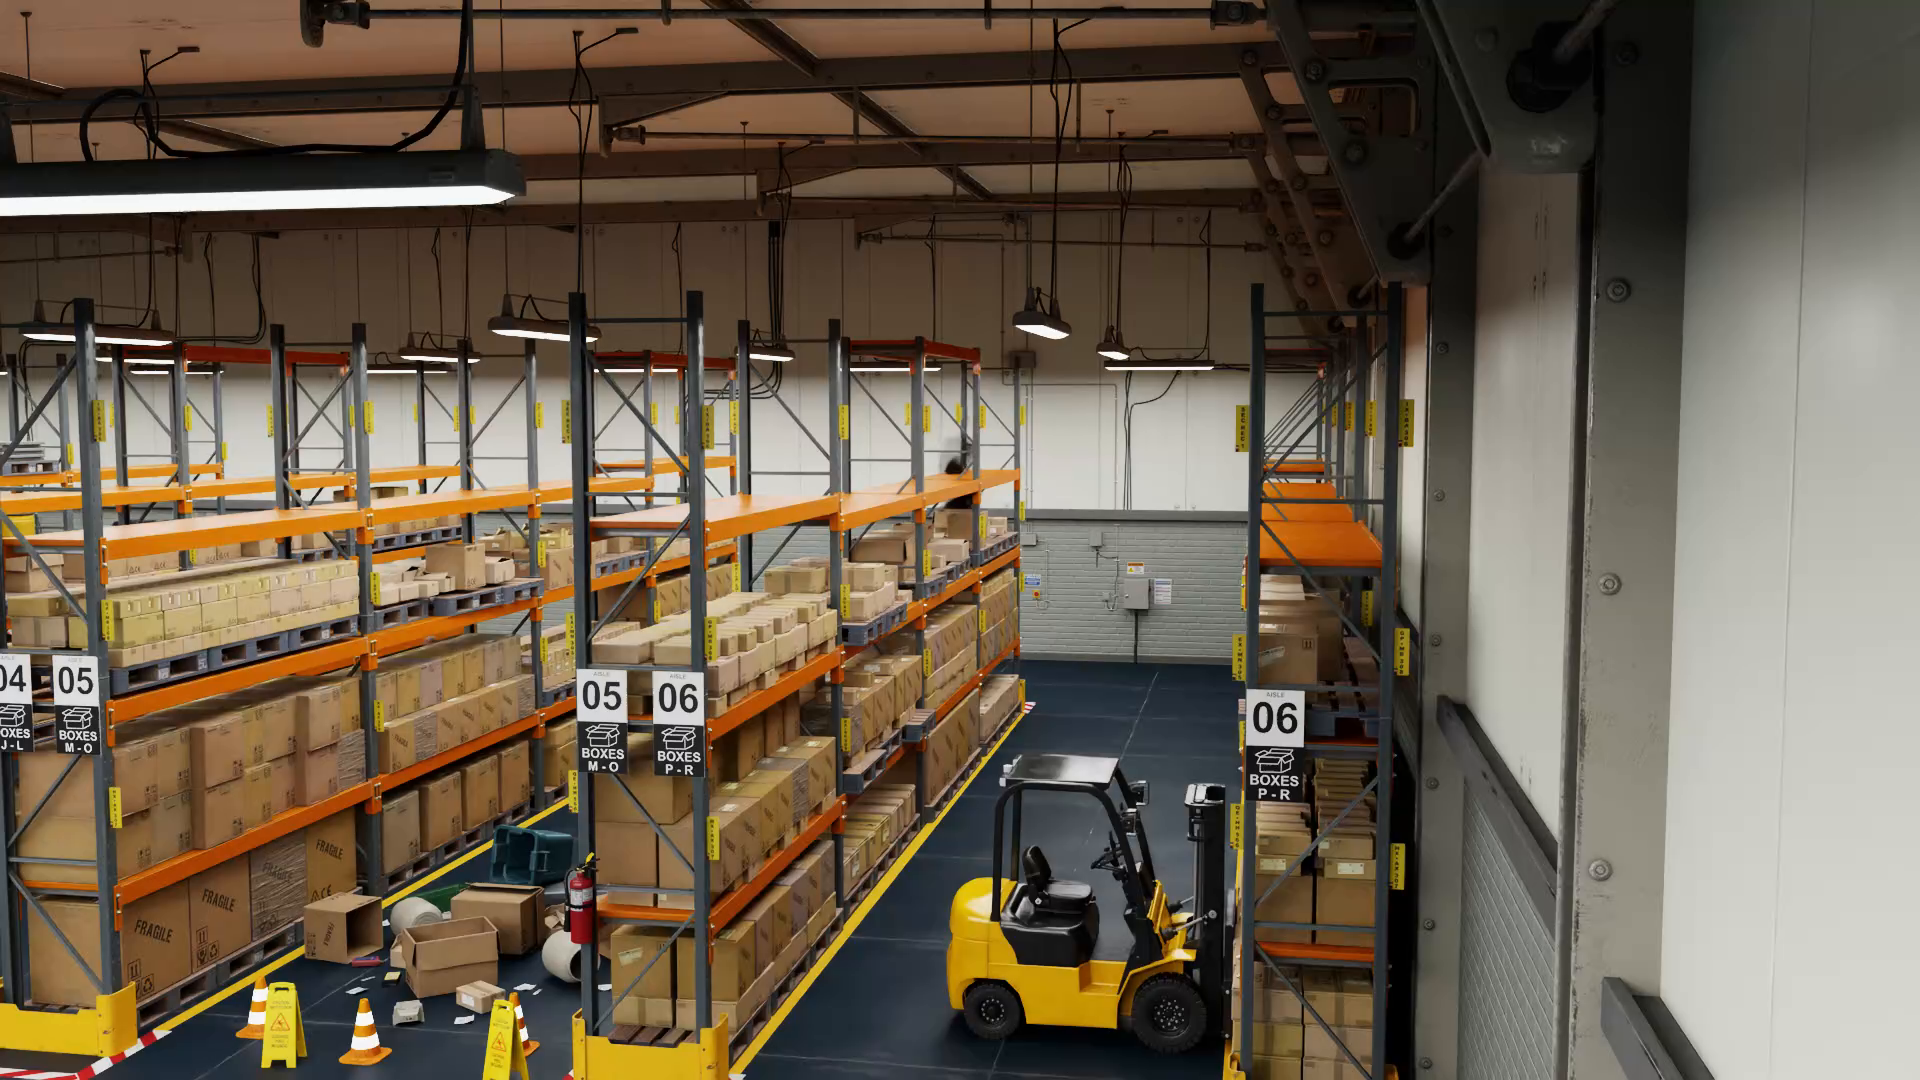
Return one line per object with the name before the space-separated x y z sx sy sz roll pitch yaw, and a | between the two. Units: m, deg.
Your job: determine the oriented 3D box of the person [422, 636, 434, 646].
person | -8.216 2.289 25.699 0.596 1.613 0.615 1 5 8
